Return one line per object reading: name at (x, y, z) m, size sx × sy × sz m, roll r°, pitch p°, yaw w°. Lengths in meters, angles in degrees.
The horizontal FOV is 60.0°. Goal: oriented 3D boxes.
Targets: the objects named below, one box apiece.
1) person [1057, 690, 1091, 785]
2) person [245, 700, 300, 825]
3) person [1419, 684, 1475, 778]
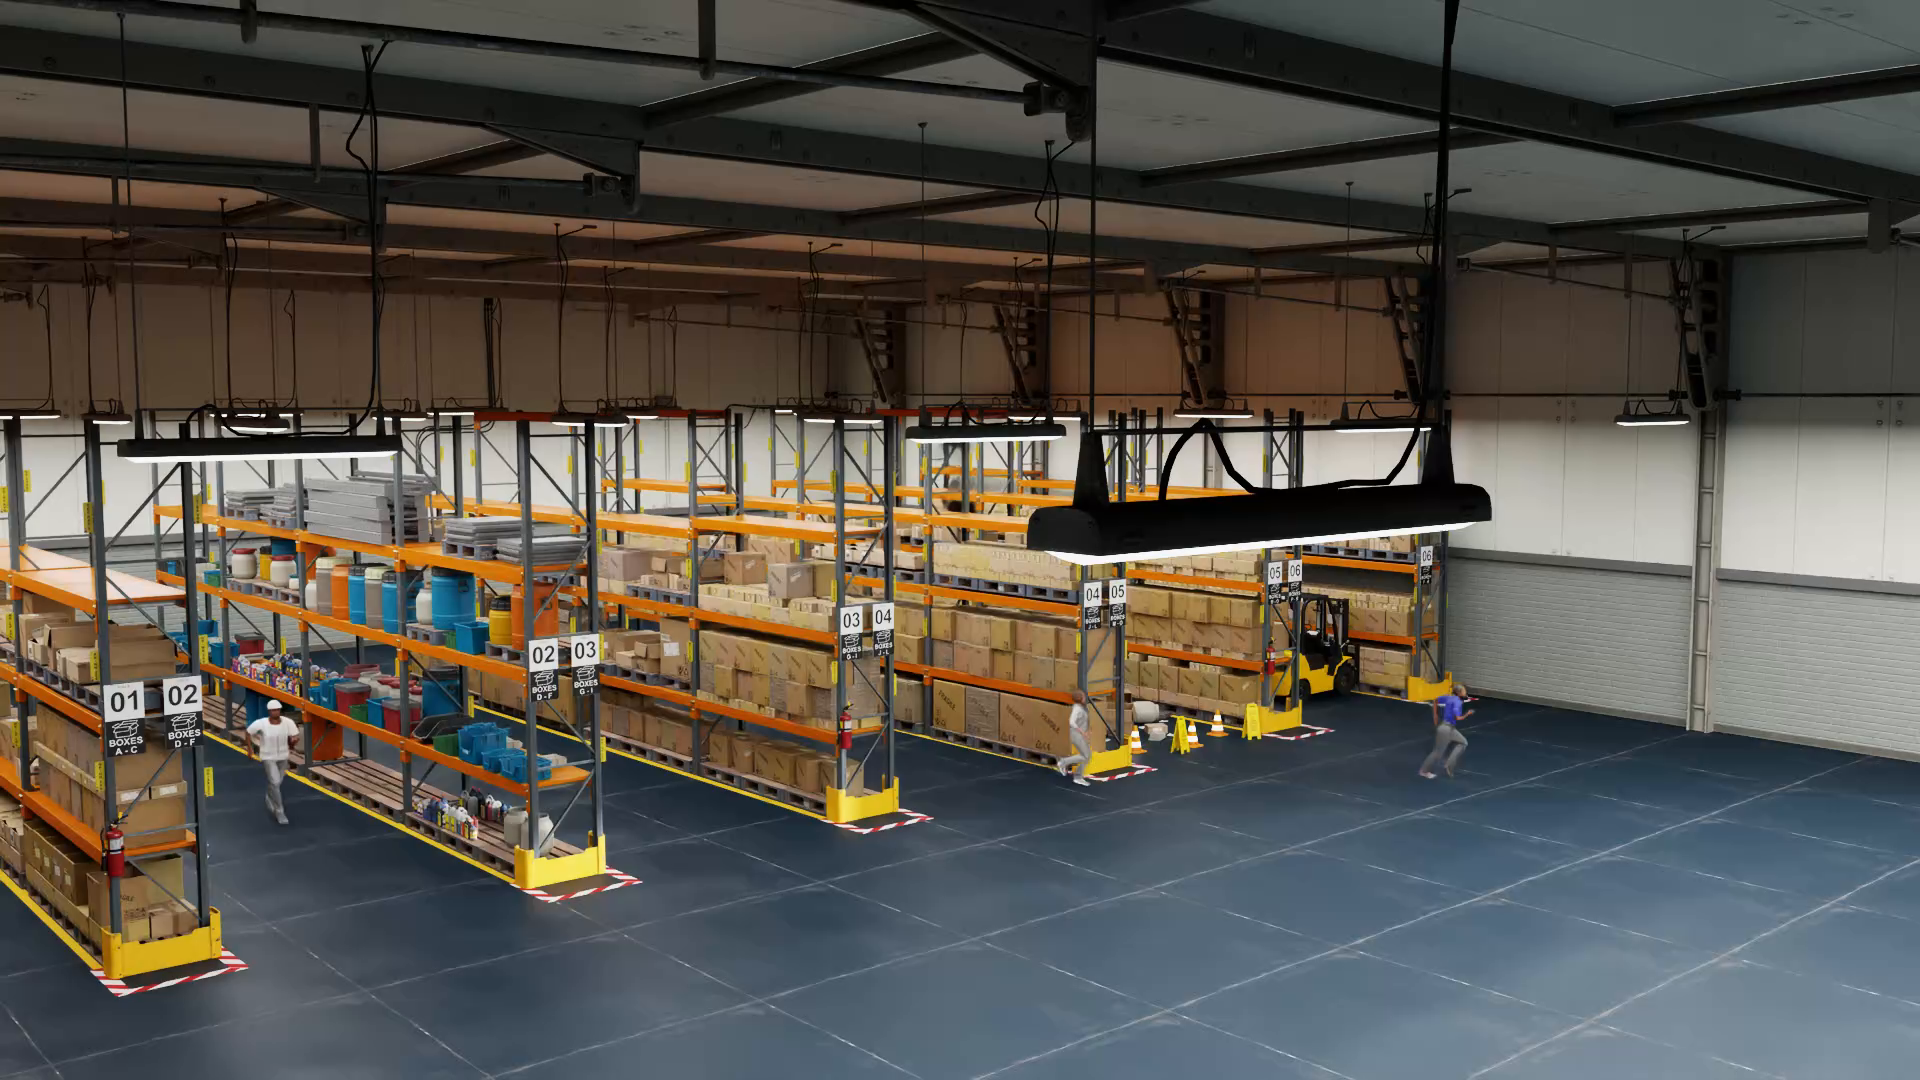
person at (1.853, 3.204, 26.972) m, size 0.549 × 1.567 × 0.547 m, roll 0°, pitch 5°, yaw 5°
person at (-10.187, 3.259, 24.716) m, size 0.911 × 1.800 × 0.684 m, roll 5°, pitch 7°, yaw 43°
person at (7.965, 3.130, 27.196) m, size 0.868 × 1.590 × 0.557 m, roll 1°, pitch 5°, yaw 12°
